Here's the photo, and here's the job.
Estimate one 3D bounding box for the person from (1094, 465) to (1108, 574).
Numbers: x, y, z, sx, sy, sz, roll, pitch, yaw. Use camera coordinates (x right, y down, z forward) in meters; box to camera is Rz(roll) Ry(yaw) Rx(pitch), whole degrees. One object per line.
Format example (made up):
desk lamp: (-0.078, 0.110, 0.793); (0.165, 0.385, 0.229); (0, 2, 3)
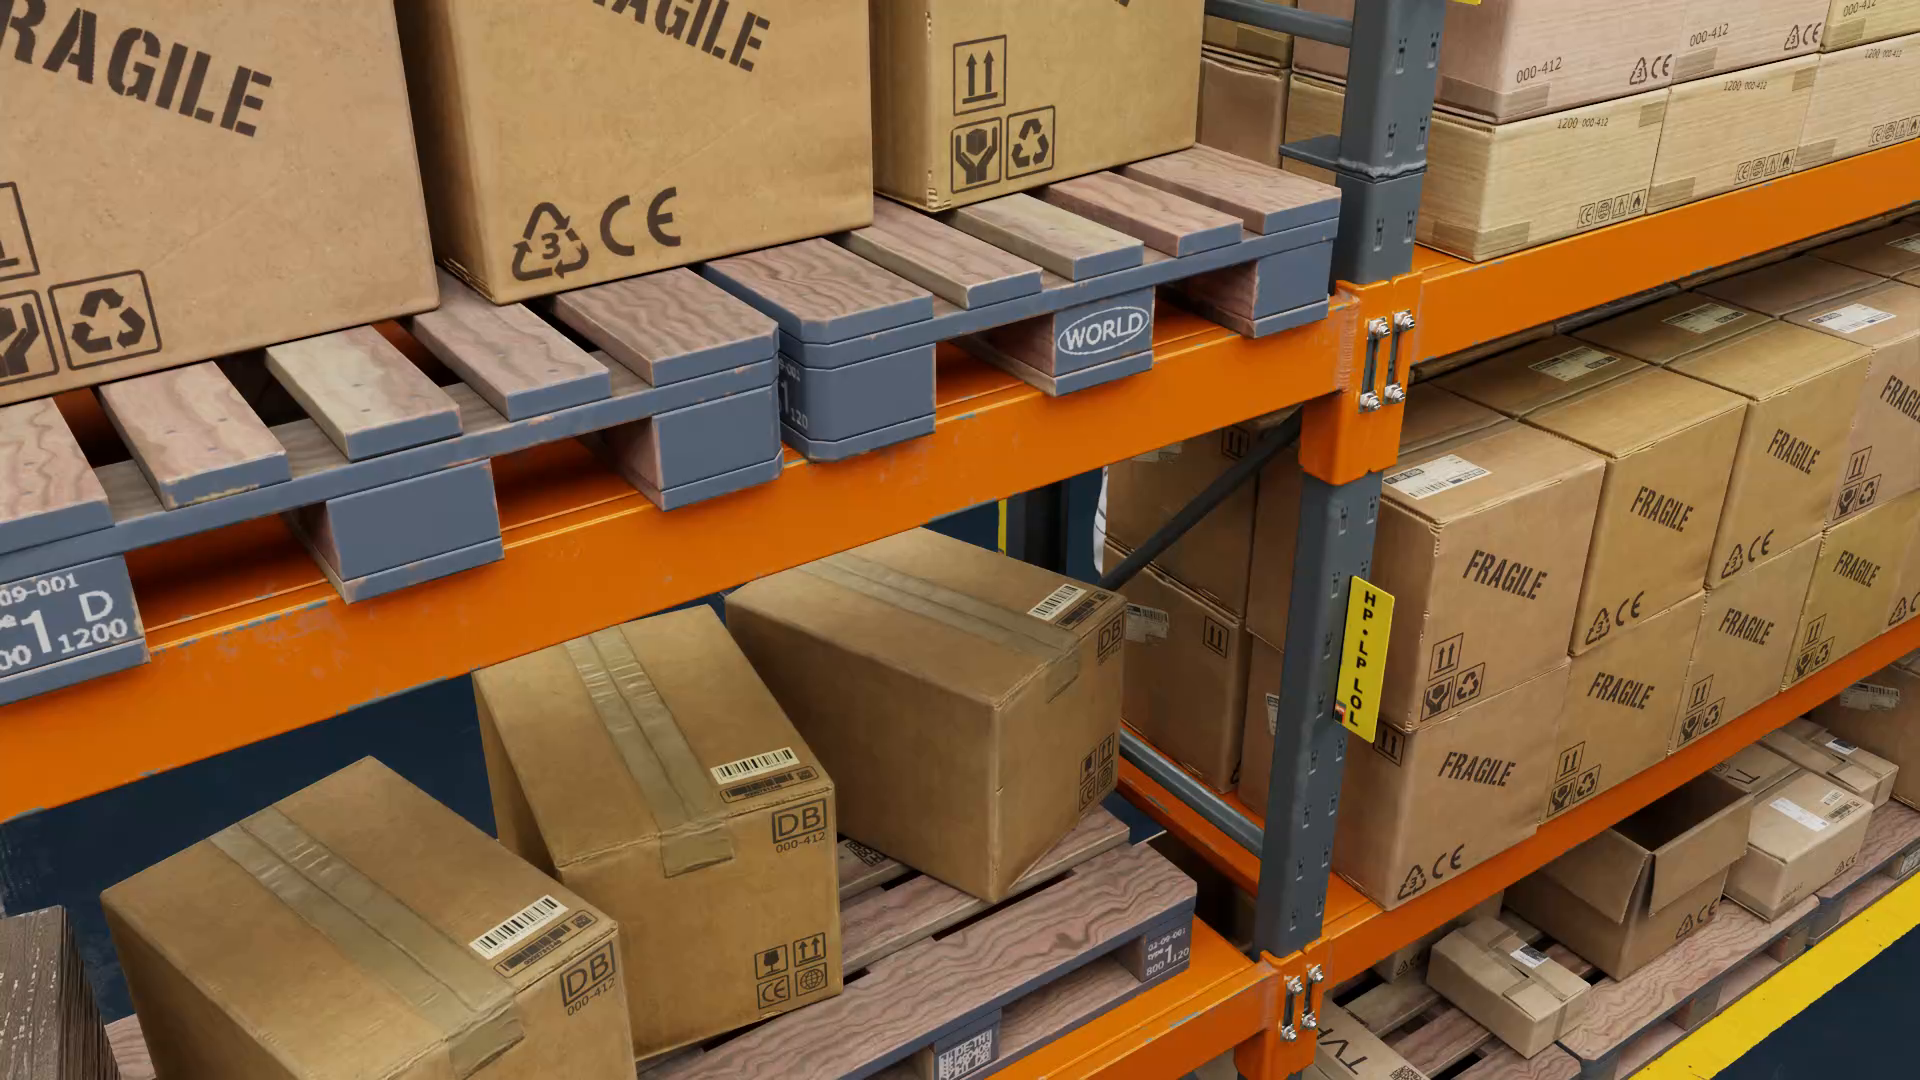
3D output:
person: (0.720, 0.085, 5.959); (0.435, 1.748, 0.590); (-17, 33, -29)
